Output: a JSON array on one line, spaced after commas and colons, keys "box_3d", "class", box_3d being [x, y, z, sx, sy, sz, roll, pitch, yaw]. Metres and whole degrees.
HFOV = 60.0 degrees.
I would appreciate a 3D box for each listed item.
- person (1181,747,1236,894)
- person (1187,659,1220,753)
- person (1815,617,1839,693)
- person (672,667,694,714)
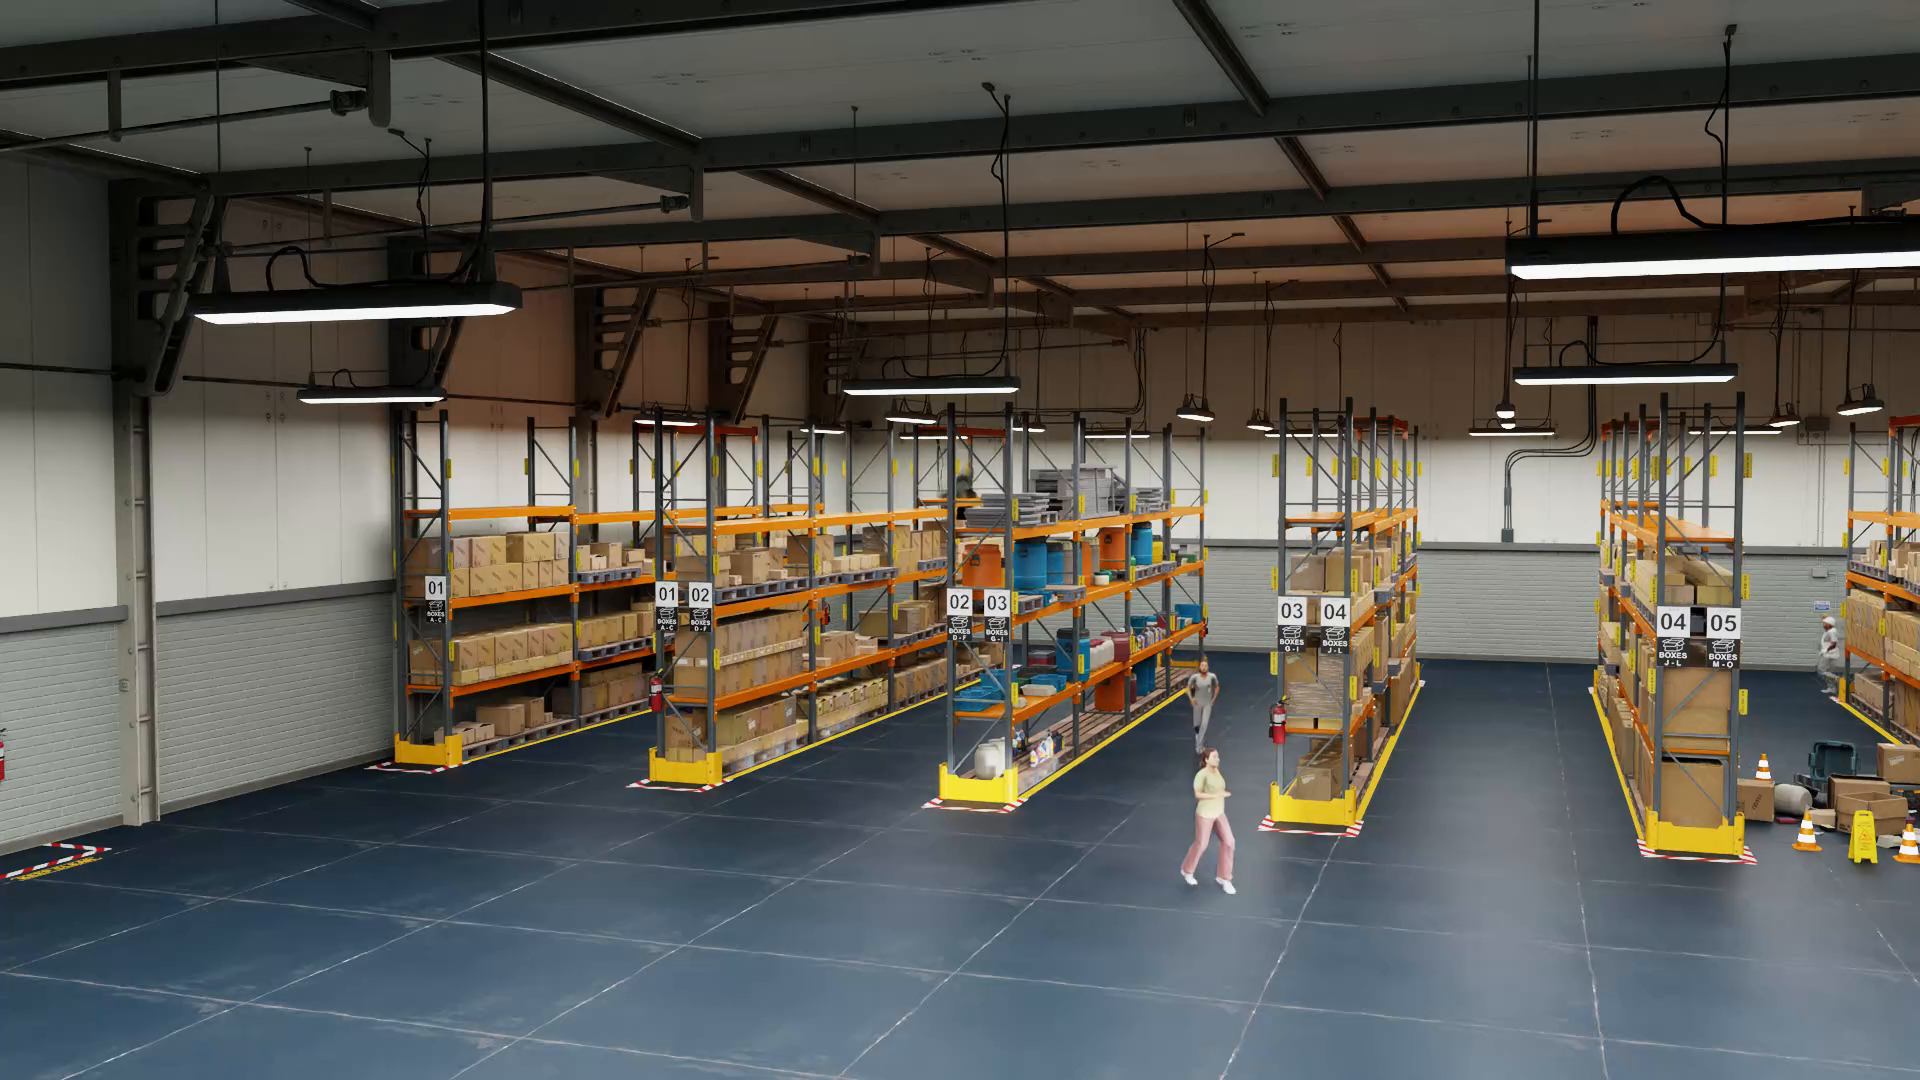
[{"box_3d": [2.935, 3.311, 19.768, 0.591, 1.731, 0.758, -2, 3, -40], "class": "person"}, {"box_3d": [4.322, 2.928, 29.564, 0.585, 1.639, 0.673, 0, 2, 4], "class": "person"}, {"box_3d": [19.321, 2.560, 36.944, 0.638, 1.718, 0.702, 2, 3, 37], "class": "person"}, {"box_3d": [-5.216, 2.866, 31.709, 0.645, 1.589, 0.623, 0, 2, 7], "class": "person"}]
